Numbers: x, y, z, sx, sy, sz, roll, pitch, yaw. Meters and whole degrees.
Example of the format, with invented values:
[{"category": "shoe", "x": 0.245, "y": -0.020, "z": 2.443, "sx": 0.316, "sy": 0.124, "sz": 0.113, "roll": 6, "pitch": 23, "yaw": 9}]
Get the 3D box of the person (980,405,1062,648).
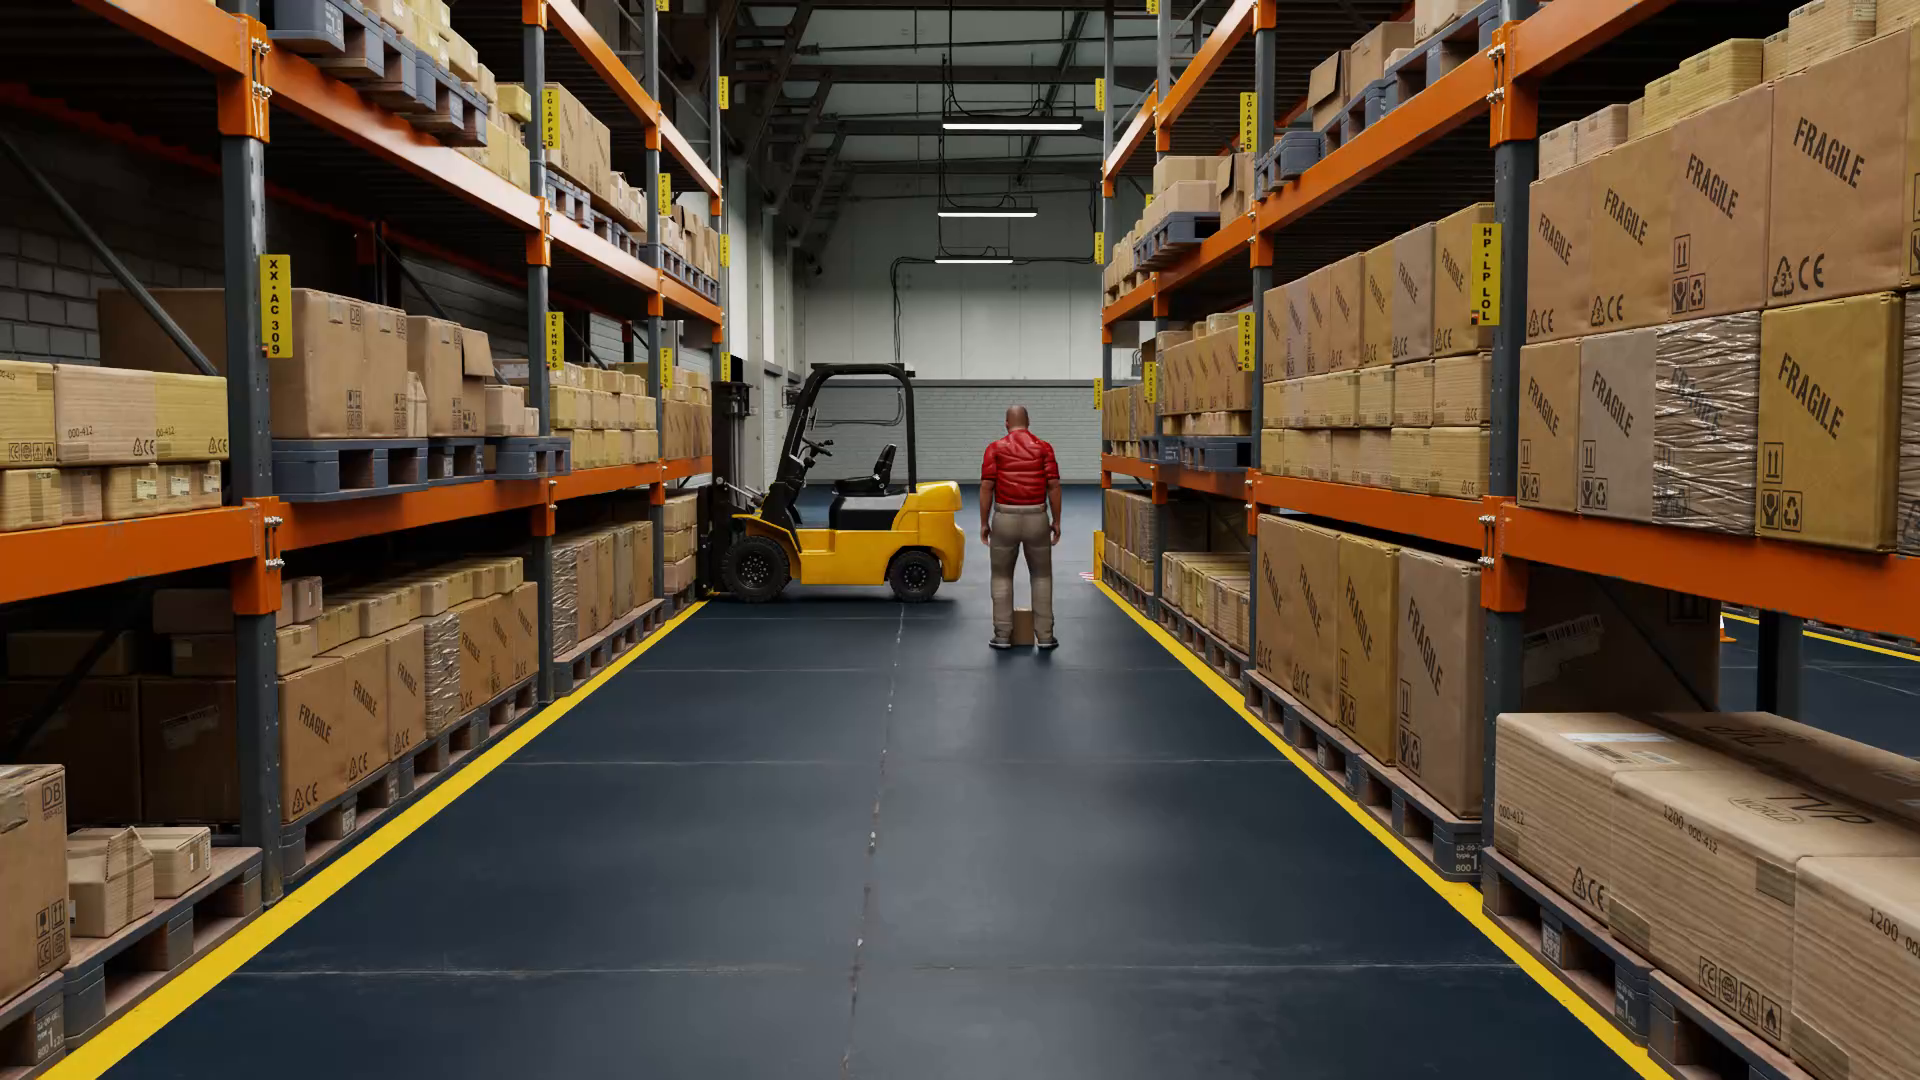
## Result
[{"category": "person", "x": 0.429, "y": -0.096, "z": 11.816, "sx": 0.584, "sy": 1.726, "sz": 0.399, "roll": 0, "pitch": 4, "yaw": -2}]
